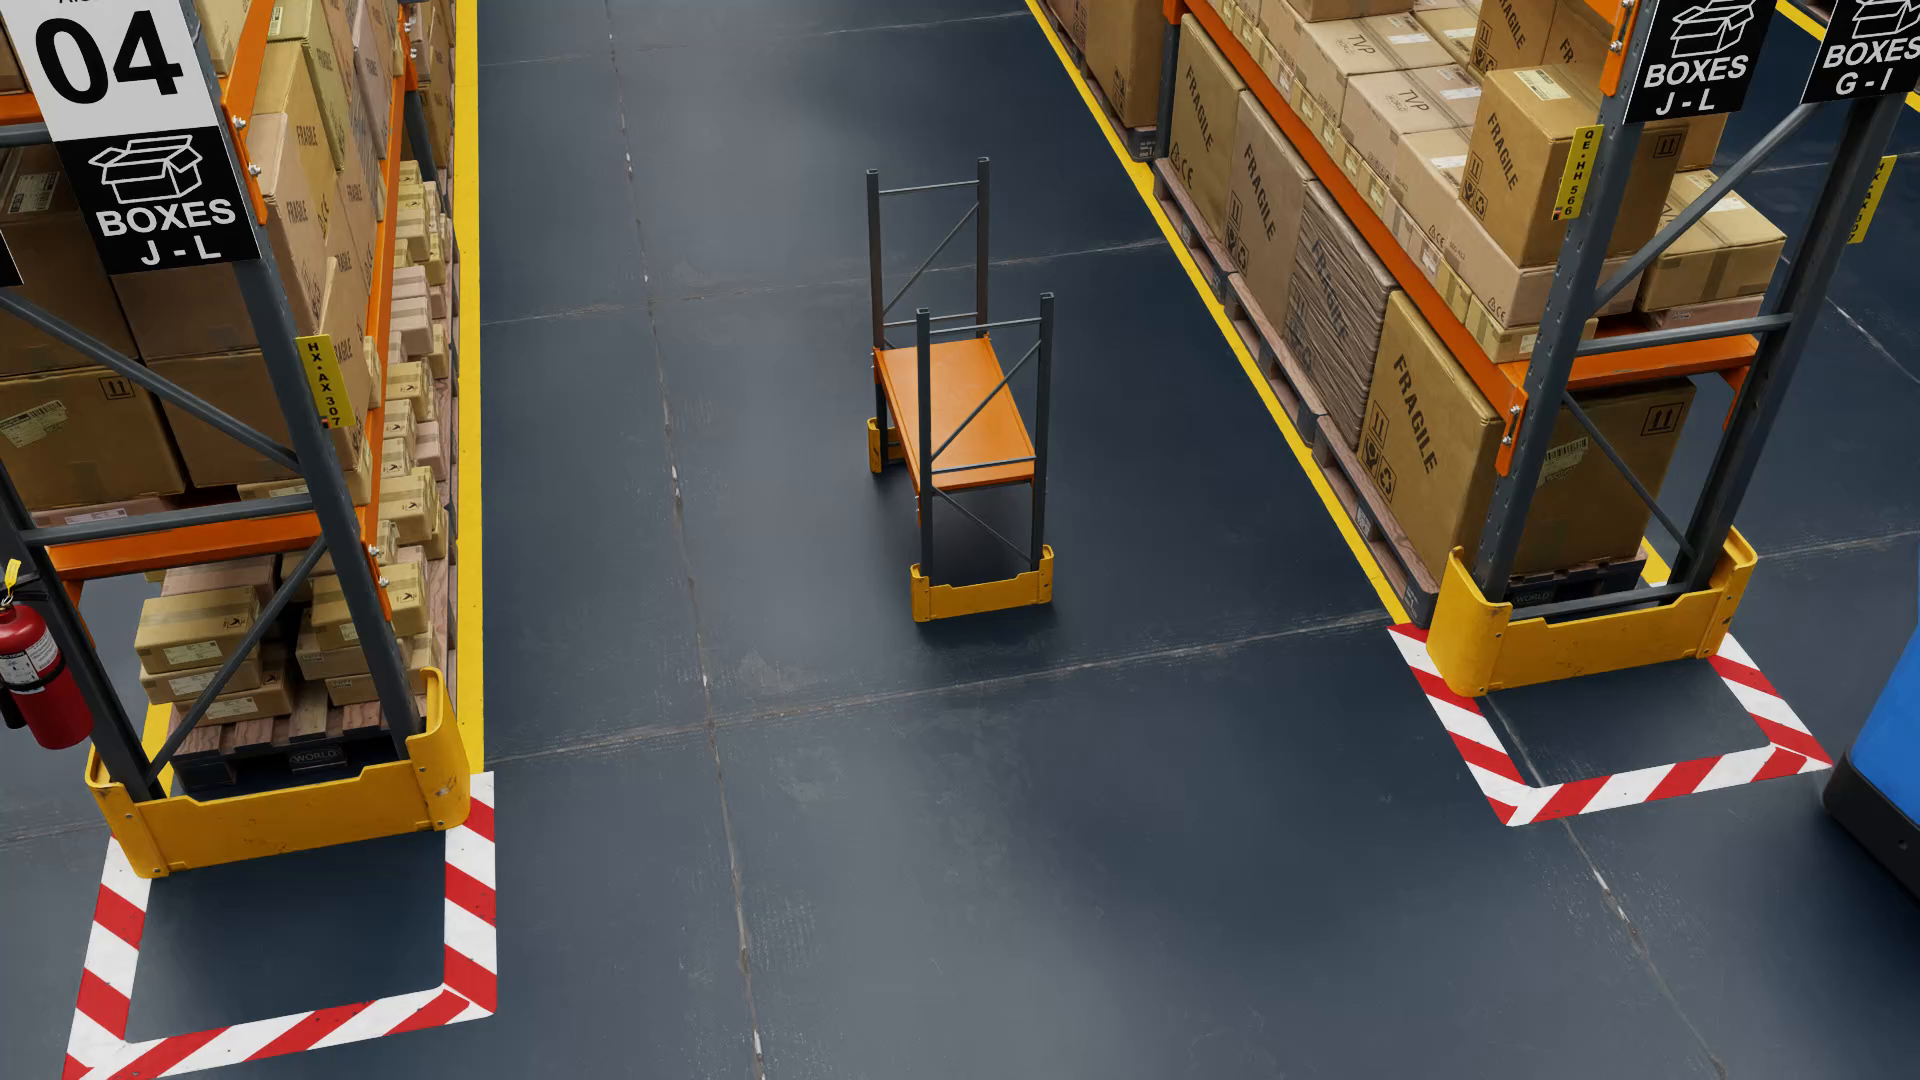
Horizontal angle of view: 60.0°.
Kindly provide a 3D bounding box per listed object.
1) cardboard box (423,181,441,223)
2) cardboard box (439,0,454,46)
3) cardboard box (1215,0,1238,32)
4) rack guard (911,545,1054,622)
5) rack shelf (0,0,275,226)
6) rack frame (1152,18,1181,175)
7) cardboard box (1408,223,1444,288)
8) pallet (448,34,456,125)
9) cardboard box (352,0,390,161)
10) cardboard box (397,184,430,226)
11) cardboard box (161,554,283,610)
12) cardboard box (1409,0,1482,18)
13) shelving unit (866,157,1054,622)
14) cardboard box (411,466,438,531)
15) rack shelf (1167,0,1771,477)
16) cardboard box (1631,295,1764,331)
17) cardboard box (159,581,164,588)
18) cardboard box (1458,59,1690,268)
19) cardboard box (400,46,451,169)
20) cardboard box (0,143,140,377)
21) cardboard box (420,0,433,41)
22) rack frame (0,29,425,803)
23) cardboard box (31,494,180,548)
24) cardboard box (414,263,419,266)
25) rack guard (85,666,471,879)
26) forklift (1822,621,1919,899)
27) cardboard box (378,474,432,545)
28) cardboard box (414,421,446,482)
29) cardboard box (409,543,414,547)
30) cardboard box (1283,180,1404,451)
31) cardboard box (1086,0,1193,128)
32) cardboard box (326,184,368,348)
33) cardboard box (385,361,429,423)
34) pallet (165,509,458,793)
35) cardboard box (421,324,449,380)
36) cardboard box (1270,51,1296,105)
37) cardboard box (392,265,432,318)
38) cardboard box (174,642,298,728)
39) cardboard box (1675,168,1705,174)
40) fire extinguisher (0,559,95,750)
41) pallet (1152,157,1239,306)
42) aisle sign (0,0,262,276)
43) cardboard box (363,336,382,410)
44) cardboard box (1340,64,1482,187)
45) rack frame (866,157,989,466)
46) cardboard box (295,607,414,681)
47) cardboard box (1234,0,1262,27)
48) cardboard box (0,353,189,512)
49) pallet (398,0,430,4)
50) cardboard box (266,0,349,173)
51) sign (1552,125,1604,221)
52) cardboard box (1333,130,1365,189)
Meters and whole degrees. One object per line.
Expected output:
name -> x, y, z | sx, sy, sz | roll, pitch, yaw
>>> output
cardboard box -> -2.868, -1.694, 8.506 | 0.380, 0.149, 0.250 | -8, 42, -8
cardboard box -> -3.474, -3.399, 10.386 | 0.500, 0.500, 0.500 | -10, 43, -11
cardboard box -> 1.472, -2.621, 8.133 | 0.380, 0.149, 0.250 | -7, 42, -8
rack guard -> 0.091, 0.180, 6.859 | 0.587, 0.250, 0.087 | -8, 42, -9
rack shelf -> -2.814, -2.207, 5.759 | 1.077, 0.370, 4.000 | -8, 42, -9
rack frame -> 1.619, -3.295, 8.703 | 1.000, 3.000, 0.127 | -8, 42, -9
cardboard box -> 1.973, -1.124, 6.446 | 0.380, 0.149, 0.250 | -8, 42, -9
pallet -> -3.682, -2.904, 10.363 | 1.003, 0.211, 1.213 | -8, 42, -9
cardboard box -> -2.649, -1.867, 6.794 | 0.500, 0.500, 0.500 | -9, 42, -10
cardboard box -> -2.821, -1.610, 8.188 | 0.380, 0.149, 0.250 | -8, 42, -9
cardboard box -> -2.743, 0.151, 6.203 | 0.380, 0.149, 0.250 | -8, 42, -8
cardboard box -> 2.195, -2.436, 7.624 | 0.500, 0.250, 0.500 | -8, 42, -8
shelving unit -> -0.016, -0.610, 6.808 | 0.587, 1.500, 1.083 | -8, 42, -9
cardboard box -> -2.338, -0.149, 6.766 | 0.380, 0.149, 0.250 | -7, 42, -8
rack shelf -> 2.050, -1.730, 7.481 | 1.077, 0.370, 4.000 | -8, 42, -9
cardboard box -> 2.728, -0.886, 6.178 | 0.380, 0.149, 0.250 | -8, 42, -9
cardboard box -> -2.889, 0.103, 6.482 | 0.380, 0.149, 0.250 | -10, 43, -11
cardboard box -> 2.120, -1.316, 5.797 | 0.500, 0.500, 0.500 | -8, 42, -9
cardboard box -> -3.147, -2.390, 9.249 | 0.500, 0.500, 0.500 | -7, 42, -8
cardboard box -> -2.724, -0.841, 4.885 | 0.500, 0.500, 0.500 | -9, 42, -10
cardboard box -> -3.265, -3.015, 9.388 | 0.500, 0.250, 0.500 | -7, 42, -8
rack frame -> -2.383, -0.057, 5.055 | 1.000, 3.000, 0.127 | -8, 42, -9
cardboard box -> -2.729, -0.134, 5.331 | 0.380, 0.149, 0.250 | -8, 42, -9
cardboard box -> -2.764, -1.172, 7.918 | 0.380, 0.149, 0.250 | -8, 42, -9
rack guard -> -2.399, 0.828, 5.941 | 1.175, 0.500, 0.348 | -8, 42, -9
forklift -> 4.711, -0.191, 5.257 | 3.031, 2.935, 1.130 | -16, 44, -17
cardboard box -> -2.270, -0.102, 6.489 | 0.380, 0.149, 0.250 | -8, 42, -9
cardboard box -> -2.445, -0.359, 7.226 | 0.380, 0.149, 0.250 | -10, 43, -11
cardboard box -> -2.380, 0.148, 6.655 | 0.380, 0.149, 0.250 | -8, 42, -9
cardboard box -> 2.070, -1.058, 7.467 | 0.875, 0.875, 0.875 | -8, 42, -9
cardboard box -> 1.461, -3.070, 9.733 | 1.225, 0.875, 0.875 | -8, 42, -9
cardboard box -> -2.350, -0.880, 5.682 | 0.500, 0.500, 0.500 | -8, 42, -9
cardboard box -> -2.467, -0.609, 7.060 | 0.380, 0.149, 0.250 | -8, 42, -9
pallet -> -2.540, 0.404, 6.635 | 1.003, 0.211, 1.213 | -8, 42, -9
cardboard box -> -2.605, -0.865, 7.796 | 0.380, 0.149, 0.250 | -8, 42, -9
cardboard box -> 1.638, -2.122, 7.570 | 0.380, 0.149, 0.250 | -8, 42, -9
cardboard box -> -2.632, -1.108, 7.622 | 0.380, 0.149, 0.250 | -10, 43, -11
cardboard box -> -2.700, 0.540, 6.213 | 0.380, 0.149, 0.250 | -8, 42, -9
cardboard box -> 2.524, -1.444, 6.506 | 0.500, 0.250, 0.500 | -9, 42, -10
fire extinguisher -> -2.779, 0.340, 4.946 | 0.296, 0.674, 0.183 | -8, 42, -9
pallet -> 1.707, -1.749, 9.061 | 1.003, 0.211, 1.213 | -8, 42, -9
aisle sign -> -2.074, -1.025, 4.187 | 0.394, 0.787, 0.004 | -8, 42, -9
cardboard box -> -2.234, -0.562, 5.812 | 0.380, 0.149, 0.250 | -9, 42, -11
cardboard box -> 1.899, -1.693, 6.786 | 0.500, 0.250, 0.500 | -10, 43, -11
rack frame -> -0.128, -0.946, 7.186 | 0.500, 1.500, 0.032 | -8, 42, -9
cardboard box -> -2.245, 0.364, 6.187 | 0.380, 0.149, 0.250 | -7, 42, -7
cardboard box -> 1.567, -2.685, 7.905 | 0.500, 0.250, 0.500 | -9, 42, -9
cardboard box -> -2.731, -0.461, 5.210 | 0.500, 0.500, 0.500 | -8, 42, -8
pallet -> -3.269, -3.095, 8.621 | 1.003, 0.211, 1.213 | -8, 42, -9
cardboard box -> -2.426, -1.576, 5.713 | 0.500, 0.500, 0.500 | -9, 42, -10
sign -> 1.949, -1.156, 5.242 | 0.100, 0.325, 0.005 | -8, 42, -9
cardboard box -> 1.805, -1.622, 7.007 | 0.380, 0.149, 0.250 | -8, 42, -9
